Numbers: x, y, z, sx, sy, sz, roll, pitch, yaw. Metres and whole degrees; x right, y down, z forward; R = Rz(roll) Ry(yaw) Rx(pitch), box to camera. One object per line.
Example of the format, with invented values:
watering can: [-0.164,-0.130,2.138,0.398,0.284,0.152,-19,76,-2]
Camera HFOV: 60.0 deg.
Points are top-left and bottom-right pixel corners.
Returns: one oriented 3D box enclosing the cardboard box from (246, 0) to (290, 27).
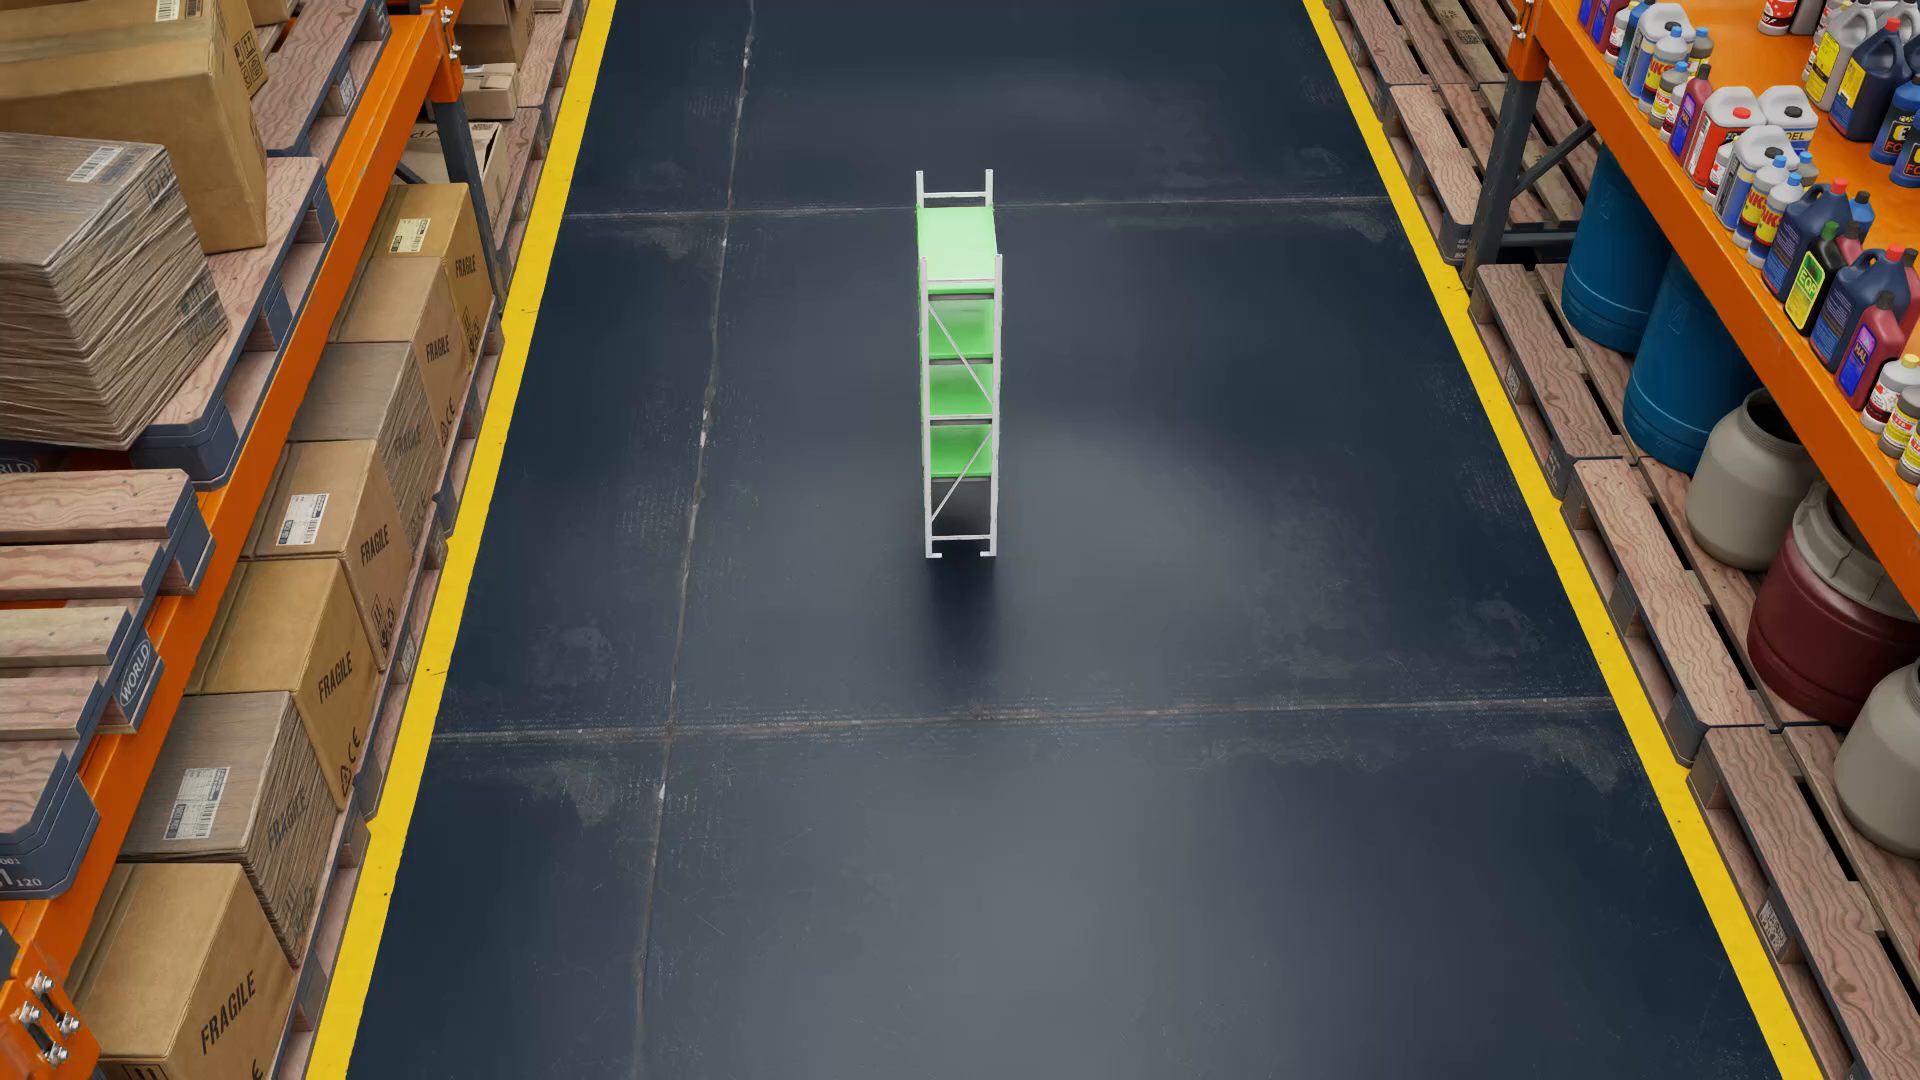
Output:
cardboard box: [-2.560,-1.909,5.228,0.700,0.500,0.500,-15,45,-16]

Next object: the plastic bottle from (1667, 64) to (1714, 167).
plastic bottle: [2.219,-1.280,5.013,0.061,0.283,0.133,-2,43,-2]

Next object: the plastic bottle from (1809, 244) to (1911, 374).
plastic bottle: [2.305,-0.605,4.227,0.144,0.351,0.185,-2,43,-2]

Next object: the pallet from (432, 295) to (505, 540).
pallet: [-2.285,-0.467,6.103,1.003,0.211,1.213,-2,43,-2]

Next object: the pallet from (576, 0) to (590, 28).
pallet: [-2.489,-3.126,9.004,1.003,0.211,1.213,-2,43,-2]

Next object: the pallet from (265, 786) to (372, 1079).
pallet: [-2.181,1.180,4.306,1.003,0.211,1.213,-2,43,-2]

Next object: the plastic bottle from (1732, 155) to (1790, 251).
plastic bottle: [2.258,-0.951,4.663,0.097,0.271,0.097,0,43,0]

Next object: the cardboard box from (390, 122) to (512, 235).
cardboard box: [-2.159,-1.504,6.835,0.500,0.311,0.500,-2,43,-2]

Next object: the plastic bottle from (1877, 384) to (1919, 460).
plastic bottle: [2.297,-0.299,4.003,0.097,0.201,0.097,0,43,0]

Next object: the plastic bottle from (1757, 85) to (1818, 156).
plastic bottle: [2.422,-1.193,4.923,0.152,0.276,0.135,-2,43,-2]

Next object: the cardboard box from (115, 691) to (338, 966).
cardboard box: [-1.949,0.748,4.239,0.500,0.500,0.500,-3,43,-3]

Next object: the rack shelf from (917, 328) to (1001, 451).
rack shelf: [-0.007,-0.507,5.510,0.258,0.148,0.480,-2,43,-2]

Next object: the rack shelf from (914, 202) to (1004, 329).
rack shelf: [-0.007,-0.861,5.185,0.258,0.148,0.480,-2,43,-2]

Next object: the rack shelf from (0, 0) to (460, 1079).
rack shelf: [-2.272,-0.428,4.529,1.077,0.370,4.000,-2,43,-2]

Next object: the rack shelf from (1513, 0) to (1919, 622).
rack shelf: [2.677,-0.567,4.681,1.077,0.370,4.000,-2,43,-2]

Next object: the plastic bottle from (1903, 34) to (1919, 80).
plastic bottle: [2.966,-1.429,5.125,0.144,0.351,0.185,-2,43,-2]

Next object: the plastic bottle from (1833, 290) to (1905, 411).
plastic bottle: [2.270,-0.472,4.131,0.061,0.283,0.133,-2,43,-2]

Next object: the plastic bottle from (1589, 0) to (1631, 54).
plastic bottle: [2.187,-1.790,5.569,0.061,0.283,0.133,-2,43,-2]

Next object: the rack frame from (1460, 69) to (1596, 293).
rack frame: [2.592,-2.183,5.911,1.000,3.000,0.127,-2,43,-2]

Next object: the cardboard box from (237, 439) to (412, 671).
cardboard box: [-1.992,0.057,4.992,0.500,0.500,0.500,-3,43,-3]

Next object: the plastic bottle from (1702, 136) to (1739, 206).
plastic bottle: [2.248,-1.082,4.857,0.097,0.201,0.097,0,43,0]

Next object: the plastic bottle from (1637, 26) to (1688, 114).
plastic bottle: [2.224,-1.486,5.246,0.097,0.271,0.097,0,43,0]

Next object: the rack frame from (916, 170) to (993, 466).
rack frame: [-0.017,-0.719,5.646,0.240,1.200,0.015,-2,43,-2]

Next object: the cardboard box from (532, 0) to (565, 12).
cardboard box: [-2.247,-2.890,8.392,0.500,0.250,0.500,-2,43,-2]

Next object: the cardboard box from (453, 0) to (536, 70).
cardboard box: [-2.442,-2.553,7.838,0.797,0.503,0.637,-2,43,-2]

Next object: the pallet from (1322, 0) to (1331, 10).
pallet: [2.418,-3.297,9.191,1.003,0.211,1.213,-2,43,-2]

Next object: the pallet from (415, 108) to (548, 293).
pallet: [-2.385,-1.479,7.207,1.003,0.211,1.213,-2,43,-2]

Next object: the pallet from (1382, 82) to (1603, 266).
pallet: [2.522,-1.650,7.394,1.003,0.211,1.213,-2,43,-2]

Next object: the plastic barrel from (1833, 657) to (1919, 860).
plastic barrel: [2.611,0.572,4.437,0.421,0.512,0.421,0,43,0]

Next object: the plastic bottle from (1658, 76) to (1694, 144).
plastic bottle: [2.232,-1.329,5.127,0.097,0.201,0.097,0,43,0]

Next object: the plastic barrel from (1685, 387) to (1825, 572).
plastic barrel: [2.563,-0.191,5.269,0.421,0.512,0.421,0,43,0]

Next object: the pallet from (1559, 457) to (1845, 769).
pallet: [2.638,0.193,5.383,1.003,0.211,1.213,-2,43,-2]

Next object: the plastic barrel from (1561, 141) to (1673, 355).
plastic barrel: [2.598,-1.196,6.077,0.600,0.901,0.708,-2,43,-2]

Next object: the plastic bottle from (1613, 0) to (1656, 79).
plastic bottle: [2.214,-1.642,5.417,0.097,0.271,0.097,0,43,0]

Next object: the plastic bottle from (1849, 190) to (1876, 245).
plastic bottle: [2.410,-0.824,4.524,0.097,0.271,0.097,0,43,0]

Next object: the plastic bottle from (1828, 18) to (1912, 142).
plastic bottle: [2.822,-1.425,5.121,0.144,0.351,0.185,-2,43,-2]

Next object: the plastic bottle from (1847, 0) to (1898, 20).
plastic bottle: [2.947,-1.634,5.404,0.152,0.276,0.135,-2,43,-2]

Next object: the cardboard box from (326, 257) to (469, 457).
cardboard box: [-2.037,-0.625,5.736,0.500,0.500,0.500,-2,43,-2]

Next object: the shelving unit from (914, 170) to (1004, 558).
shelving unit: [-0.007,-0.554,5.466,0.258,1.200,0.503,-2,43,-2]

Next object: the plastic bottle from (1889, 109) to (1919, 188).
plastic bottle: [2.851,-1.184,4.918,0.097,0.271,0.097,0,43,0]

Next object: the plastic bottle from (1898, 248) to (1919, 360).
plastic bottle: [2.406,-0.601,4.272,0.061,0.283,0.133,-2,43,-2]

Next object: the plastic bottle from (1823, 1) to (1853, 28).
plastic bottle: [2.909,-1.683,5.514,0.097,0.201,0.097,0,43,0]

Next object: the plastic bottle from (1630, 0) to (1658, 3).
plastic bottle: [2.285,-1.890,5.629,0.144,0.351,0.185,-2,43,-2]

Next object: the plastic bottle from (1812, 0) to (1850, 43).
plastic bottle: [2.964,-1.775,5.614,0.097,0.201,0.097,0,43,0]

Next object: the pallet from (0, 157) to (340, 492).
pallet: [-2.274,-0.585,4.310,1.003,0.211,1.213,-2,43,-2]

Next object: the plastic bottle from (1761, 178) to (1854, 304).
plastic bottle: [2.291,-0.820,4.461,0.144,0.351,0.185,-2,43,-2]

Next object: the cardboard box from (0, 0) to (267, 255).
cardboard box: [-2.220,-1.044,4.284,0.700,0.500,0.500,-12,44,-13]
